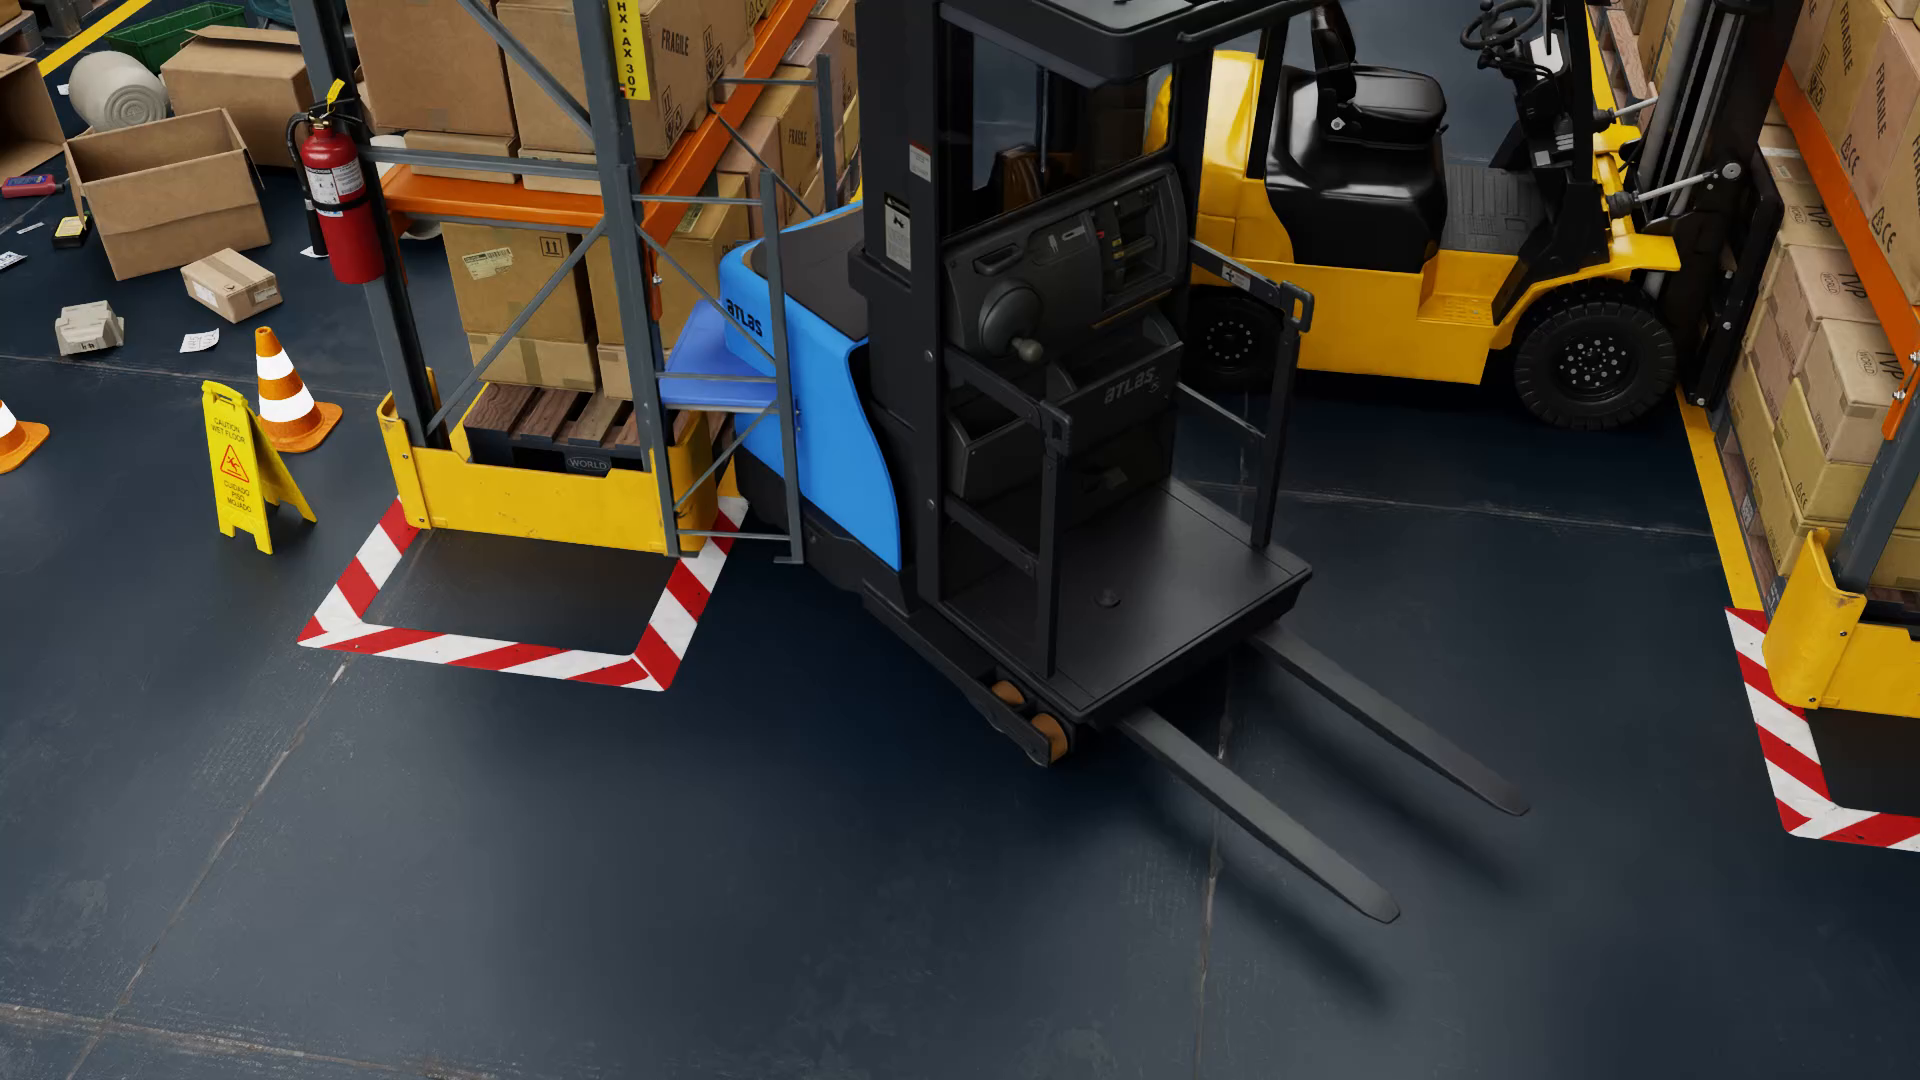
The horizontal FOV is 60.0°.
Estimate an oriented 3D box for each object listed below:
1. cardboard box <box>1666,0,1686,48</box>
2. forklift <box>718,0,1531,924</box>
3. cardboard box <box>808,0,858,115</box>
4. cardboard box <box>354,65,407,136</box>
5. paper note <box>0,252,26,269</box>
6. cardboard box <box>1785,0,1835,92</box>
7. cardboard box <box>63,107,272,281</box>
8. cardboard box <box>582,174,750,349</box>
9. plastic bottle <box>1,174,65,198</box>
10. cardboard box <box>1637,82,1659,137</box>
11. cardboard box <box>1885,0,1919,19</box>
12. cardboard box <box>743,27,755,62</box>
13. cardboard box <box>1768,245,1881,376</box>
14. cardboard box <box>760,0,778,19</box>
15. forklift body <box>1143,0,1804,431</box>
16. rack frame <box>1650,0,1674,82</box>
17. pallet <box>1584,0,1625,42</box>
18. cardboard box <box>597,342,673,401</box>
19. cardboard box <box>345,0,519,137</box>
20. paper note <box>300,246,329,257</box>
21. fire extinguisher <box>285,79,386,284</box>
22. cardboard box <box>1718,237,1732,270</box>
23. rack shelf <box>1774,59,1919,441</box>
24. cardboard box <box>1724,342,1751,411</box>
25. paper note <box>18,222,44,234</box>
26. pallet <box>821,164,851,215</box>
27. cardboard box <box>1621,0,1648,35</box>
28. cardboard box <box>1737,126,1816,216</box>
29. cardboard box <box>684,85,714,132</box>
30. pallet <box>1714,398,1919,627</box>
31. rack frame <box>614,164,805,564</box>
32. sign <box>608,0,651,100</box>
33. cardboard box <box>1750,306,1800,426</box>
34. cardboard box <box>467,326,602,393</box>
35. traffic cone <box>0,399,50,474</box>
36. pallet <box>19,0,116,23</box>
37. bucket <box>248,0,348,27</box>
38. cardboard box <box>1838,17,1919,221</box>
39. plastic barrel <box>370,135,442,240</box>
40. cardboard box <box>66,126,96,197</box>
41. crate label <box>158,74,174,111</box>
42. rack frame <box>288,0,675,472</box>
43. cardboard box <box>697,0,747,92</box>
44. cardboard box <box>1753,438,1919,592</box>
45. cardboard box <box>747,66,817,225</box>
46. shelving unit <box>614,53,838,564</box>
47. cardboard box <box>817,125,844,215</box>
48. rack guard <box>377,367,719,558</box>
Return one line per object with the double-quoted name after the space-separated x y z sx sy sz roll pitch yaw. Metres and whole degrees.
3.655 -2.391 7.832 0.500 0.250 0.500 6 40 7 "cardboard box"
0.473 -0.769 4.880 1.130 2.935 3.031 -28 47 -30 "forklift"
-0.766 -2.389 8.025 0.500 0.500 0.500 7 40 8 "cardboard box"
-3.097 -2.390 8.932 0.258 0.266 0.396 -20 44 -23 "cardboard box"
-4.491 -1.316 7.819 0.144 0.017 0.142 20 44 23 "paper note"
3.445 -2.002 6.239 0.500 0.500 0.500 7 40 8 "cardboard box"
-3.724 -1.627 7.823 0.797 0.503 0.637 -20 44 -23 "cardboard box"
-1.119 -1.089 6.453 0.500 0.500 0.500 5 40 6 "cardboard box"
-4.645 -1.781 8.356 0.283 0.061 0.133 -6 40 -8 "plastic bottle"
3.638 -2.008 8.153 0.500 0.250 0.500 7 40 8 "cardboard box"
3.313 -1.846 5.542 0.380 0.149 0.250 5 40 6 "cardboard box"
-1.015 -1.939 6.438 0.380 0.149 0.250 7 40 9 "cardboard box"
3.210 -0.795 5.901 0.500 0.250 0.500 7 40 8 "cardboard box"
-0.954 -2.274 6.843 0.380 0.149 0.250 5 40 6 "cardboard box"
1.887 -1.727 6.651 2.313 2.155 1.214 6 40 8 "forklift body"
4.047 -3.173 7.734 1.000 3.000 0.127 6 40 8 "rack frame"
4.345 -3.333 10.115 1.003 0.211 1.213 6 40 8 "pallet"
-1.122 -0.785 6.674 0.500 0.250 0.500 6 40 7 "cardboard box"
-1.712 -1.732 5.679 0.500 0.500 0.500 6 40 7 "cardboard box"
-3.036 -1.388 7.914 0.148 0.019 0.142 20 44 23 "paper note"
-2.008 -1.157 5.356 0.296 0.674 0.183 6 40 8 "fire extinguisher"
3.388 -1.251 6.845 0.500 0.250 0.500 6 40 8 "cardboard box"
3.701 -1.640 6.445 1.077 0.370 4.000 6 40 8 "rack shelf"
3.316 -0.718 6.593 0.500 0.250 0.500 7 40 8 "cardboard box"
-4.513 -1.515 8.074 0.032 0.001 0.123 28 47 30 "paper note"
-1.132 -1.450 7.838 1.003 0.211 1.213 6 40 8 "pallet"
4.269 -3.234 9.342 0.875 0.625 0.625 6 40 7 "cardboard box"
3.383 -1.429 6.669 0.500 0.250 0.500 6 40 7 "cardboard box"
-1.116 -1.619 6.051 0.380 0.149 0.250 5 40 6 "cardboard box"
3.446 -0.072 6.172 1.003 0.211 1.213 6 40 8 "pallet"
-0.816 -0.542 5.580 0.500 1.500 0.032 3 36 5 "rack frame"
-1.000 -1.481 5.008 0.100 0.325 0.005 6 40 8 "sign"
3.229 -0.611 6.071 0.500 0.250 0.500 6 40 7 "cardboard box"
-1.655 -0.862 6.767 0.500 0.250 0.500 6 40 7 "cardboard box"
-3.882 -0.551 6.553 0.336 0.463 0.334 6 40 8 "traffic cone"
-5.676 -3.618 10.461 1.003 0.211 1.213 6 40 8 "pallet"
-3.488 -3.185 9.124 0.726 0.611 0.620 20 34 23 "bucket"
3.281 -1.363 5.467 0.500 0.500 0.500 8 40 9 "cardboard box"
-2.668 -1.678 7.947 0.421 0.421 0.512 -28 47 -30 "plastic barrel"
-4.218 -1.865 8.297 0.396 0.266 0.258 13 41 15 "cardboard box"
-4.272 -2.501 9.167 0.298 0.136 0.250 -20 44 -23 "crate label"
-1.534 -1.208 5.357 1.000 3.000 0.127 6 40 8 "rack frame"
-1.093 -1.953 5.946 0.500 0.500 0.500 8 40 9 "cardboard box"
3.125 -0.094 5.838 0.500 0.250 0.500 7 40 8 "cardboard box"
-0.938 -1.732 7.231 0.500 0.500 0.500 7 40 9 "cardboard box"
-0.763 -0.839 5.989 0.538 1.500 1.048 3 36 5 "shelving unit"
-0.854 -1.765 7.860 0.500 0.250 0.500 7 40 8 "cardboard box"
-1.521 -0.292 6.211 1.175 0.500 0.348 6 40 8 "rack guard"
